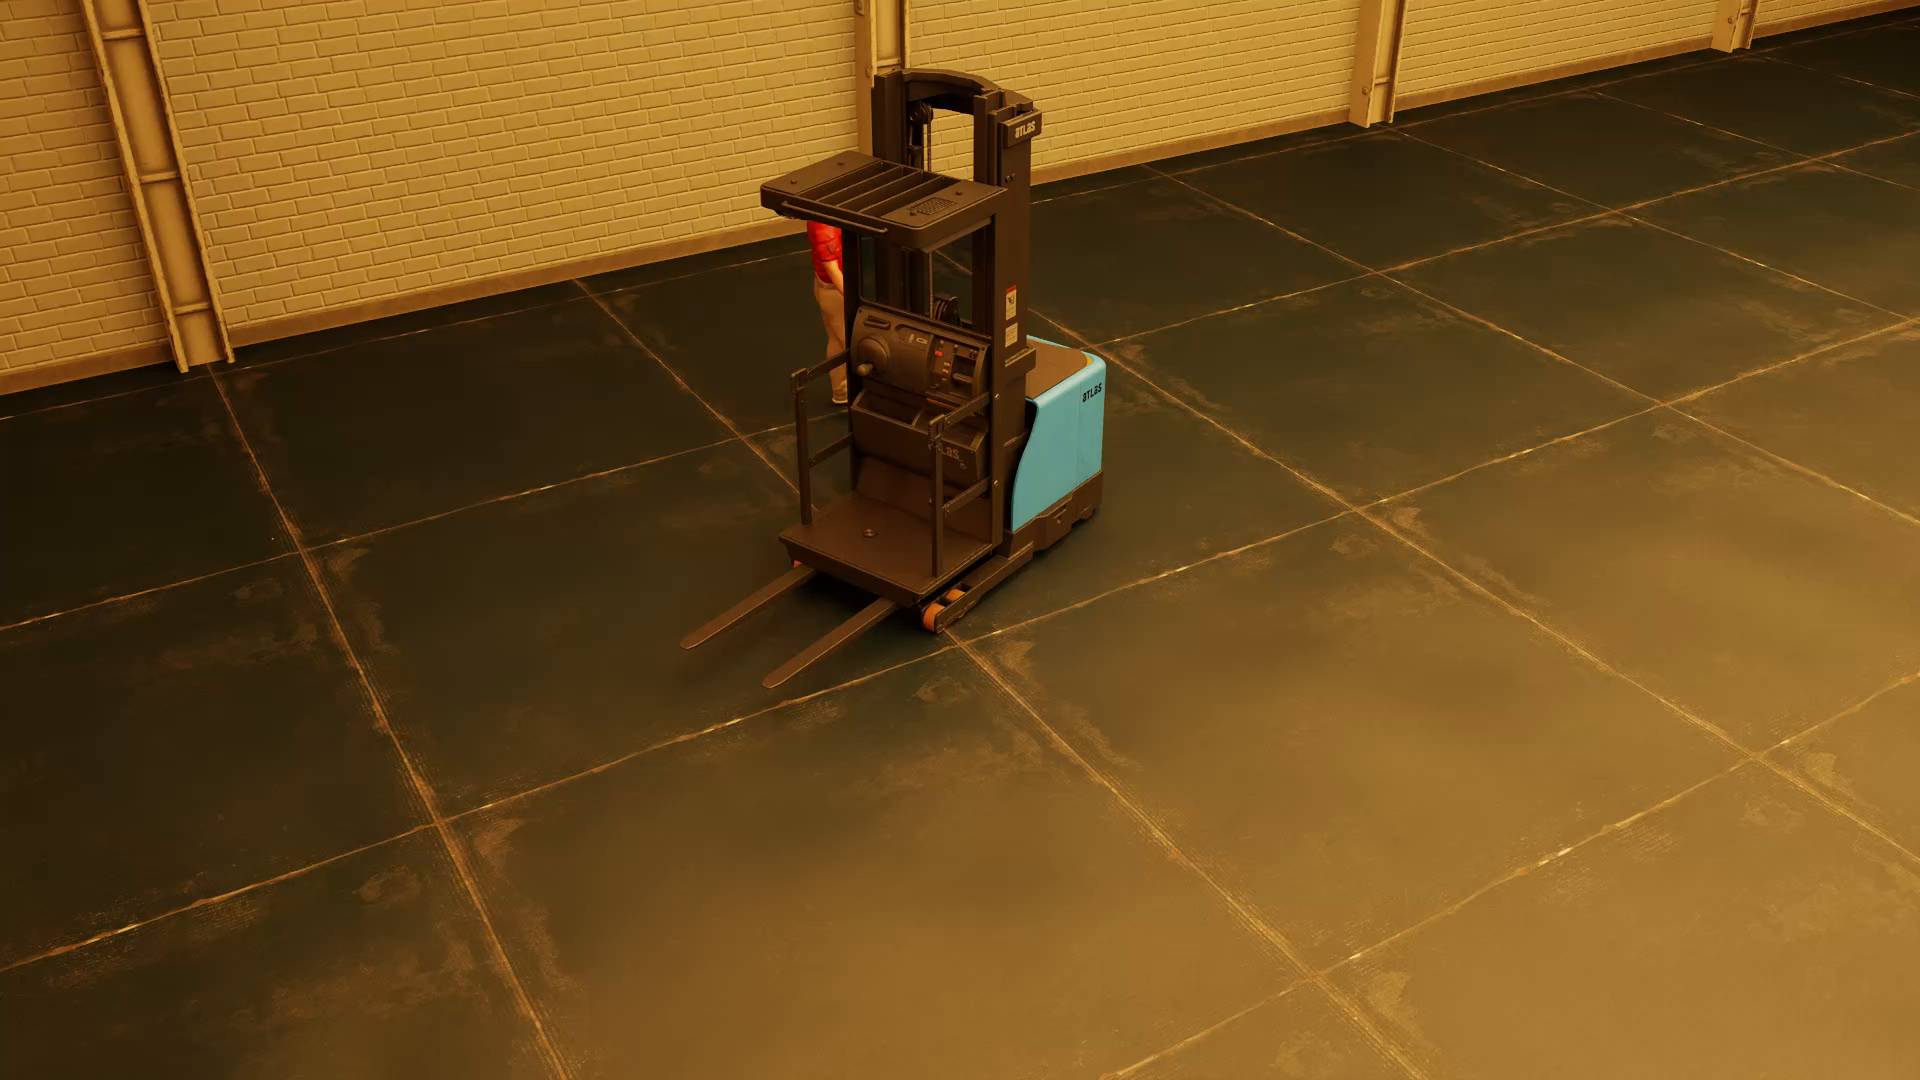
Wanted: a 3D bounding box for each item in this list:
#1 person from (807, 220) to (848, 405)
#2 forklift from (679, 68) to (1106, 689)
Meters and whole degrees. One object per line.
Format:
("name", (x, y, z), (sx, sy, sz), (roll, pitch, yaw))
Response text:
("person", (-0.763, -1.740, 11.709), (0.551, 1.728, 0.640), (-8, 32, -13))
("forklift", (-0.365, -1.007, 9.329), (1.130, 2.935, 3.031), (21, 37, 31))
